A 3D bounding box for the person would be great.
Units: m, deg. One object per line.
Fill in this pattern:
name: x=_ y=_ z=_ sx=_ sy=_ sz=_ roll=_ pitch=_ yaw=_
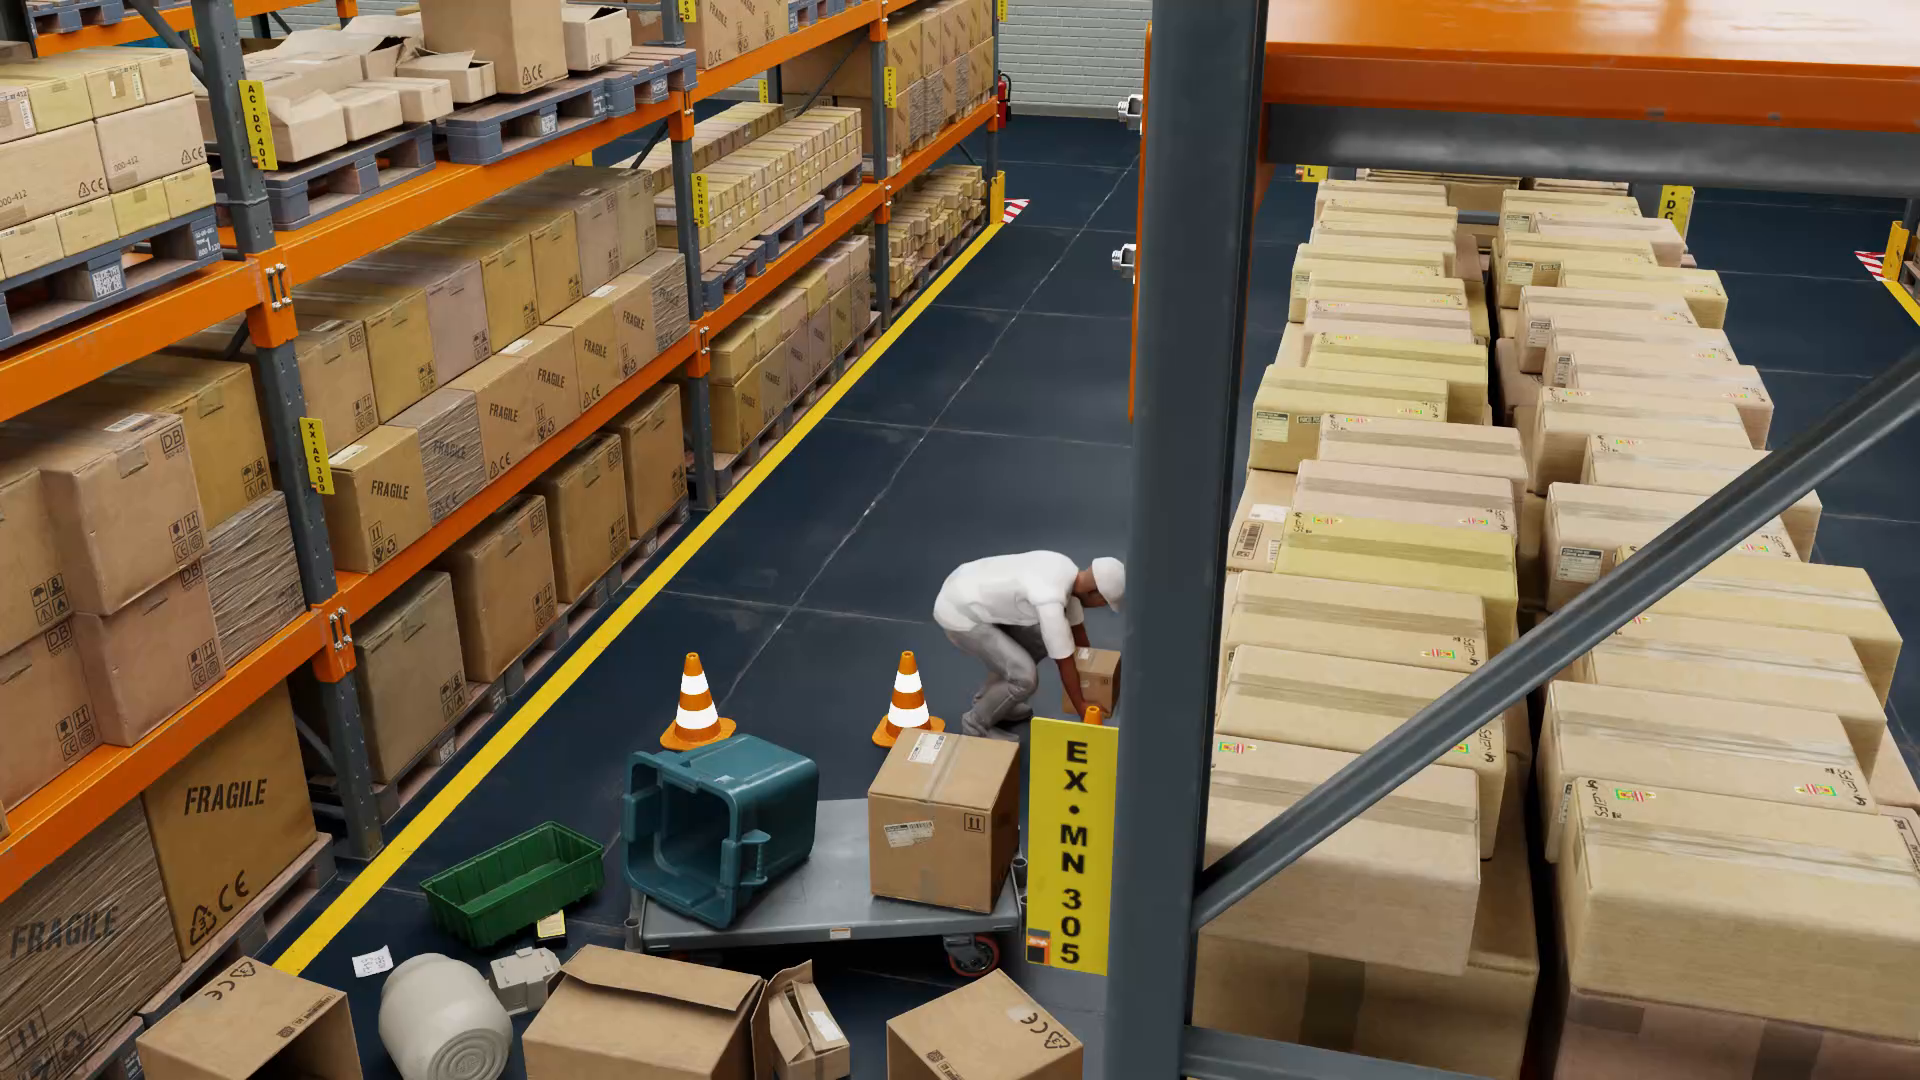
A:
person: x=0.357 y=0.522 z=8.346 sx=0.963 sy=1.022 sz=0.523 roll=5 pitch=26 yaw=11
